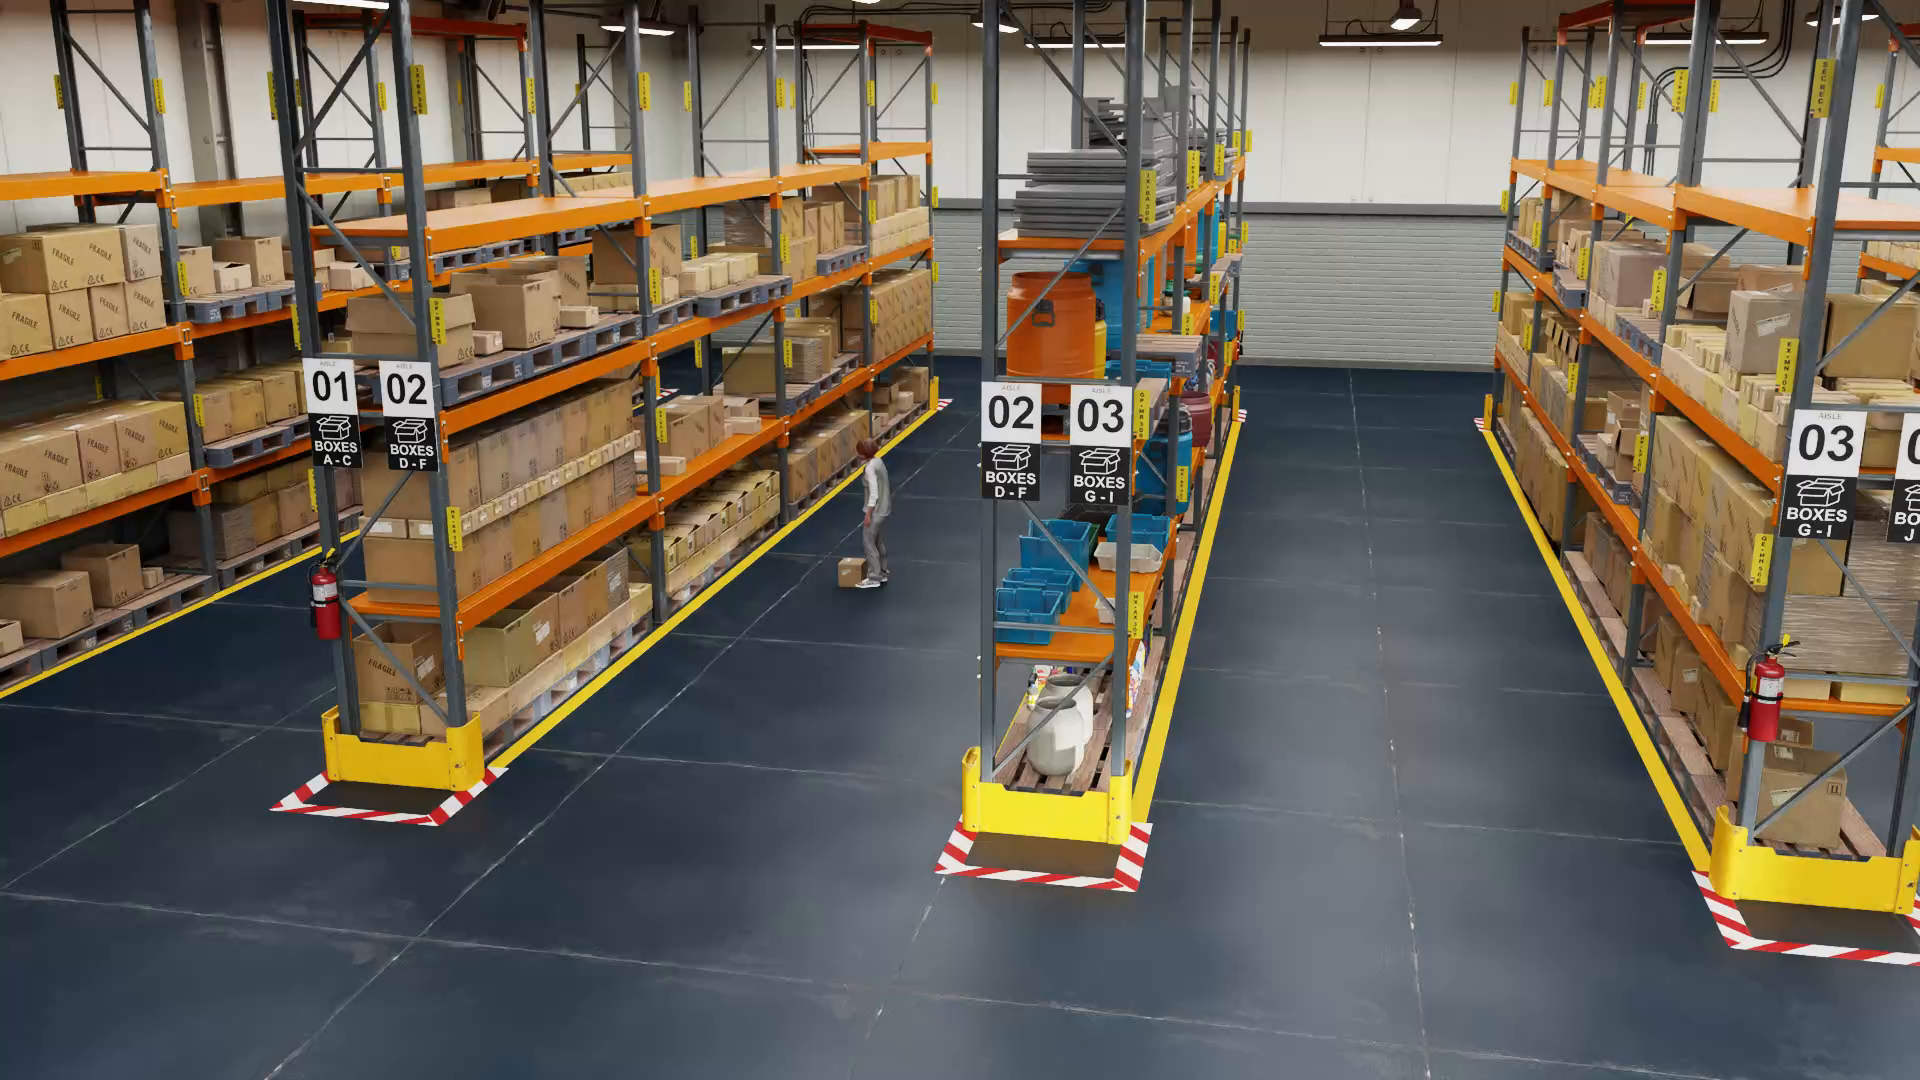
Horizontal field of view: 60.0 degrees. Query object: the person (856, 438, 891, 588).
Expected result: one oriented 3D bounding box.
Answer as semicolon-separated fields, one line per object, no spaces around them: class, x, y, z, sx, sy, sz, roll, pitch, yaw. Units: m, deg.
person;-0.914;-0.291;17.416;0.374;1.593;0.485;2;15;8
